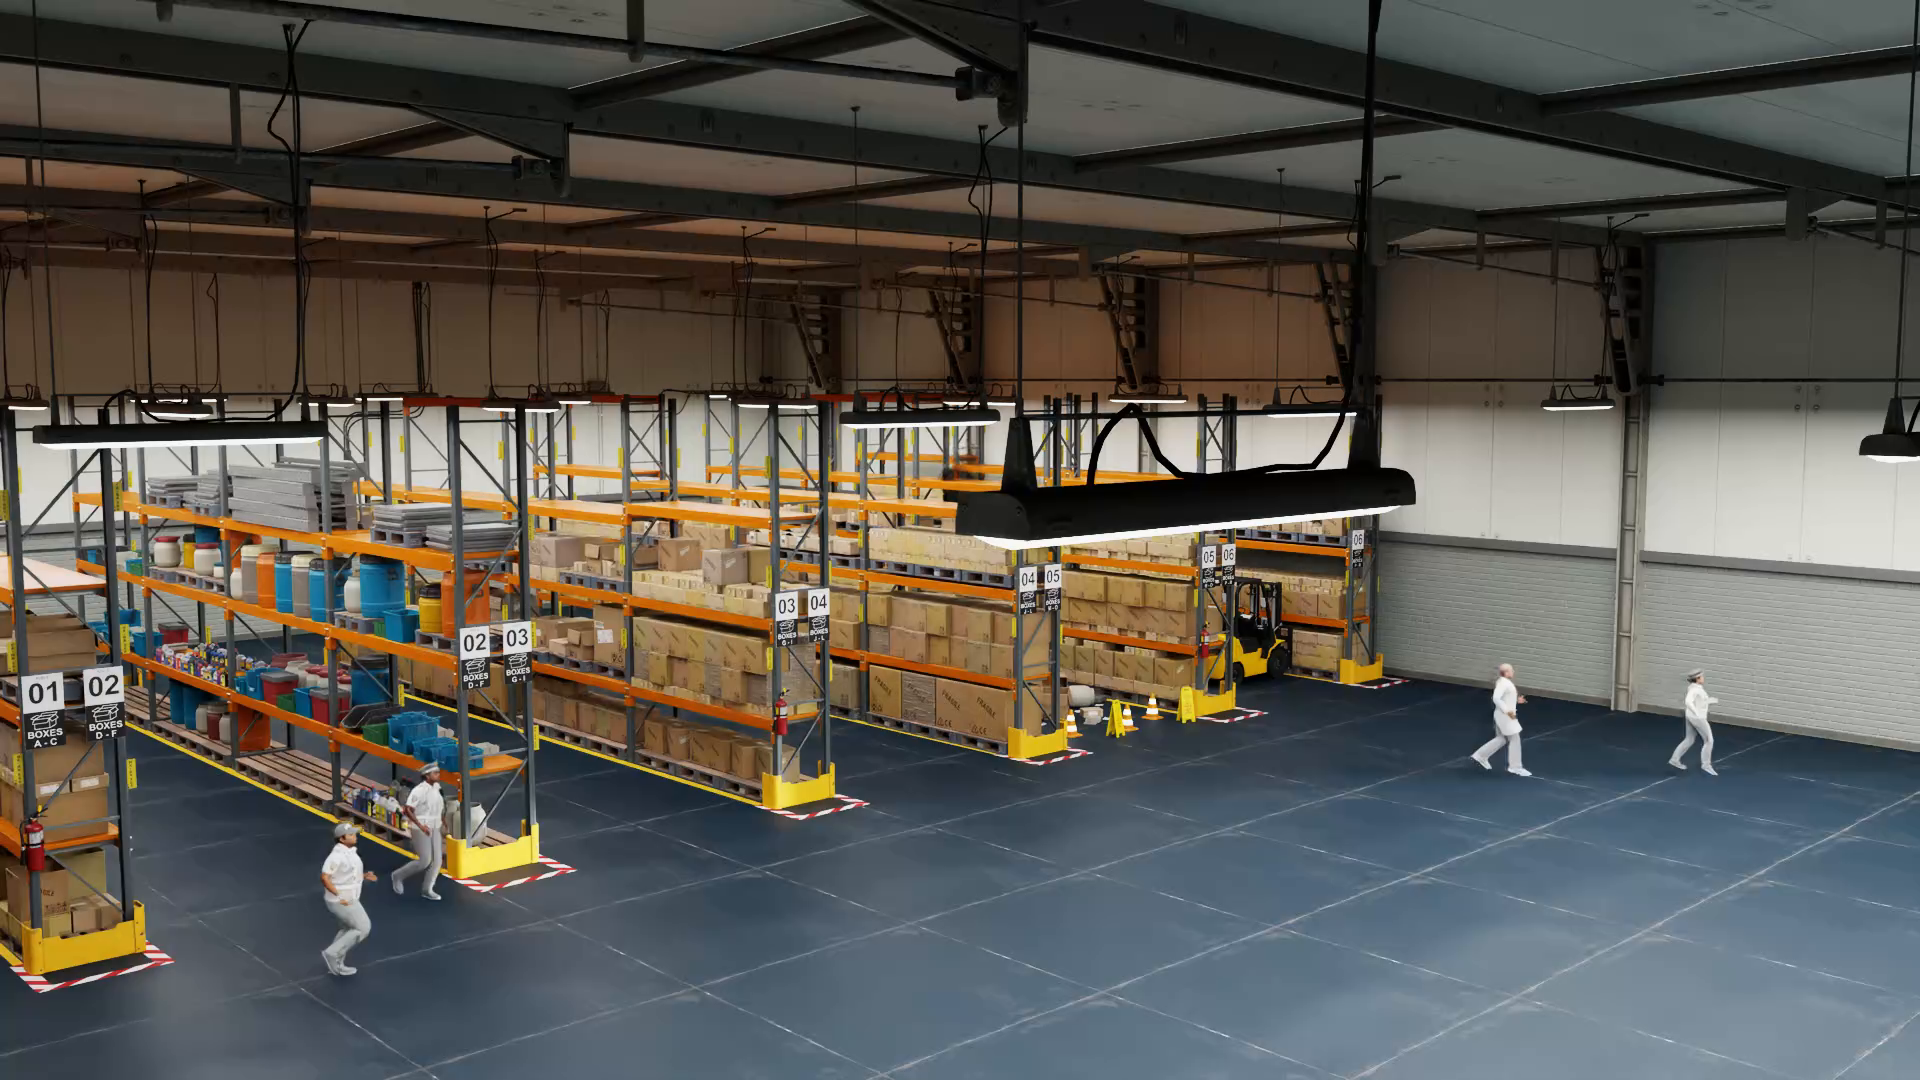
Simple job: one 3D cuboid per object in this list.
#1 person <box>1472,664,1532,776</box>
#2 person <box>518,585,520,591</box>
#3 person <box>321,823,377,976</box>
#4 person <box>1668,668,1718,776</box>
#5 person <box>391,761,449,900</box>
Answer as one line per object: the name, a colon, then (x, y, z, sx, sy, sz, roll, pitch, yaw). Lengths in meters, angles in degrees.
person: (8.696, 2.867, 26.621, 0.920, 1.795, 0.705, 1, 6, 8)
person: (-9.837, 1.849, 37.356, 0.682, 1.840, 0.645, -4, 7, -34)
person: (-6.501, 3.811, 17.708, 0.554, 1.635, 0.591, -1, 6, -14)
person: (11.784, 2.907, 26.643, 0.717, 1.745, 0.598, 0, 6, 5)
person: (-6.575, 3.541, 20.434, 0.647, 1.642, 0.657, 2, 6, 19)
